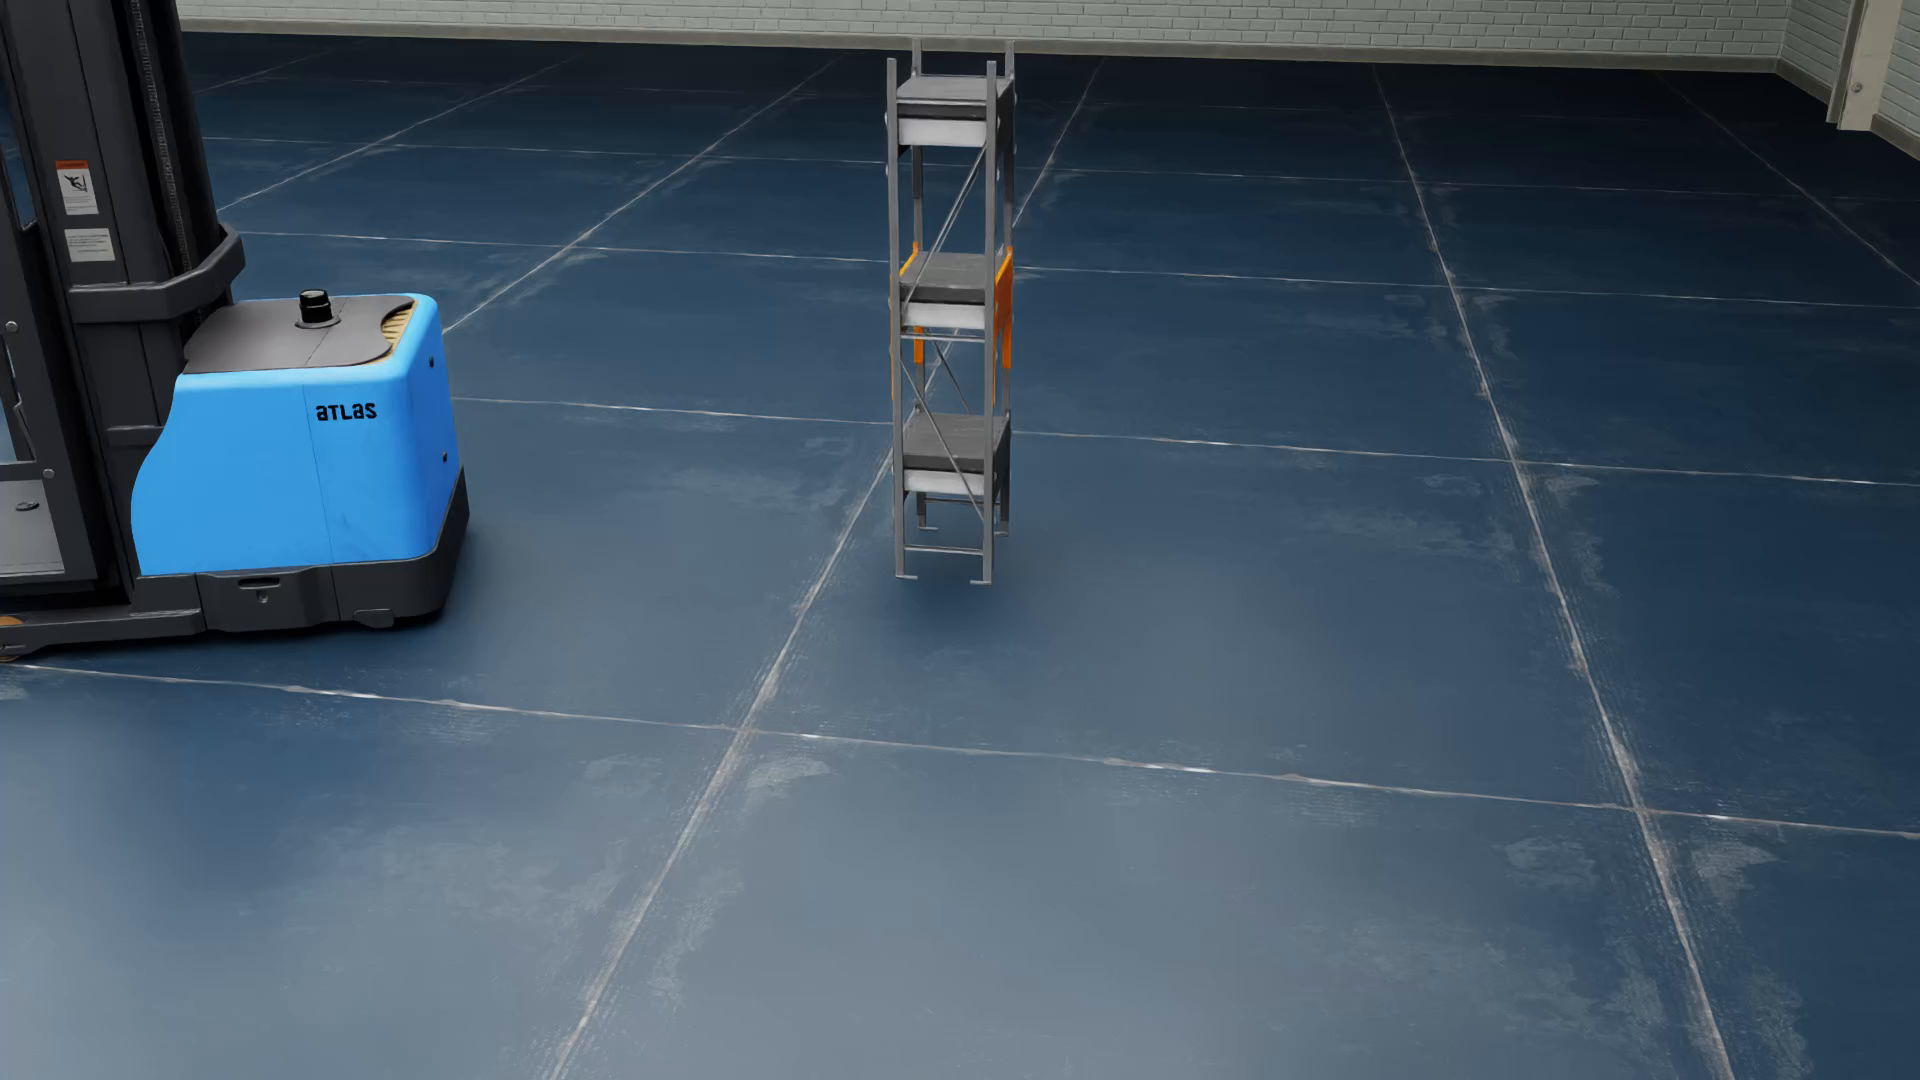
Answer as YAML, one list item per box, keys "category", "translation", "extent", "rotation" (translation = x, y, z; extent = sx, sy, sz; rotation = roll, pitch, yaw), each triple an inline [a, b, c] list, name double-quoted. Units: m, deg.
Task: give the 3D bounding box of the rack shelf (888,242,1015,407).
- category: "rack shelf"
  translation: [-0.027, -0.869, 6.663]
  extent: [0.431, 0.518, 0.480]
  rotation: [4, 25, 9]

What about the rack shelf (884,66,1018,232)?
- category: "rack shelf"
  translation: [-0.027, -1.503, 6.366]
  extent: [0.431, 0.518, 0.480]
  rotation: [4, 25, 9]

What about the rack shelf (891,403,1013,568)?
- category: "rack shelf"
  translation: [-0.027, -0.235, 6.959]
  extent: [0.431, 0.518, 0.480]
  rotation: [4, 25, 9]

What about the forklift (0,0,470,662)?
- category: "forklift"
  translation: [-3.590, -1.097, 6.136]
  extent: [3.031, 2.935, 1.130]
  rotation: [-4, 25, -8]

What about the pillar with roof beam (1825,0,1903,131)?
- category: "pillar with roof beam"
  translation: [4.035, -8.229, 14.216]
  extent: [9.100, 9.000, 0.400]
  rotation: [4, 25, 9]

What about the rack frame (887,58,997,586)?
- category: "rack frame"
  translation: [-0.067, -0.780, 6.439]
  extent: [0.400, 2.100, 0.015]
  rotation: [4, 25, 9]

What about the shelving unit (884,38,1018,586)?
- category: "shelving unit"
  translation: [-0.027, -0.882, 6.657]
  extent: [0.431, 2.100, 0.503]
  rotation: [4, 25, 9]

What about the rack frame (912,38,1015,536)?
- category: "rack frame"
  translation: [0.013, -0.984, 6.875]
  extent: [0.400, 2.100, 0.015]
  rotation: [4, 25, 9]
